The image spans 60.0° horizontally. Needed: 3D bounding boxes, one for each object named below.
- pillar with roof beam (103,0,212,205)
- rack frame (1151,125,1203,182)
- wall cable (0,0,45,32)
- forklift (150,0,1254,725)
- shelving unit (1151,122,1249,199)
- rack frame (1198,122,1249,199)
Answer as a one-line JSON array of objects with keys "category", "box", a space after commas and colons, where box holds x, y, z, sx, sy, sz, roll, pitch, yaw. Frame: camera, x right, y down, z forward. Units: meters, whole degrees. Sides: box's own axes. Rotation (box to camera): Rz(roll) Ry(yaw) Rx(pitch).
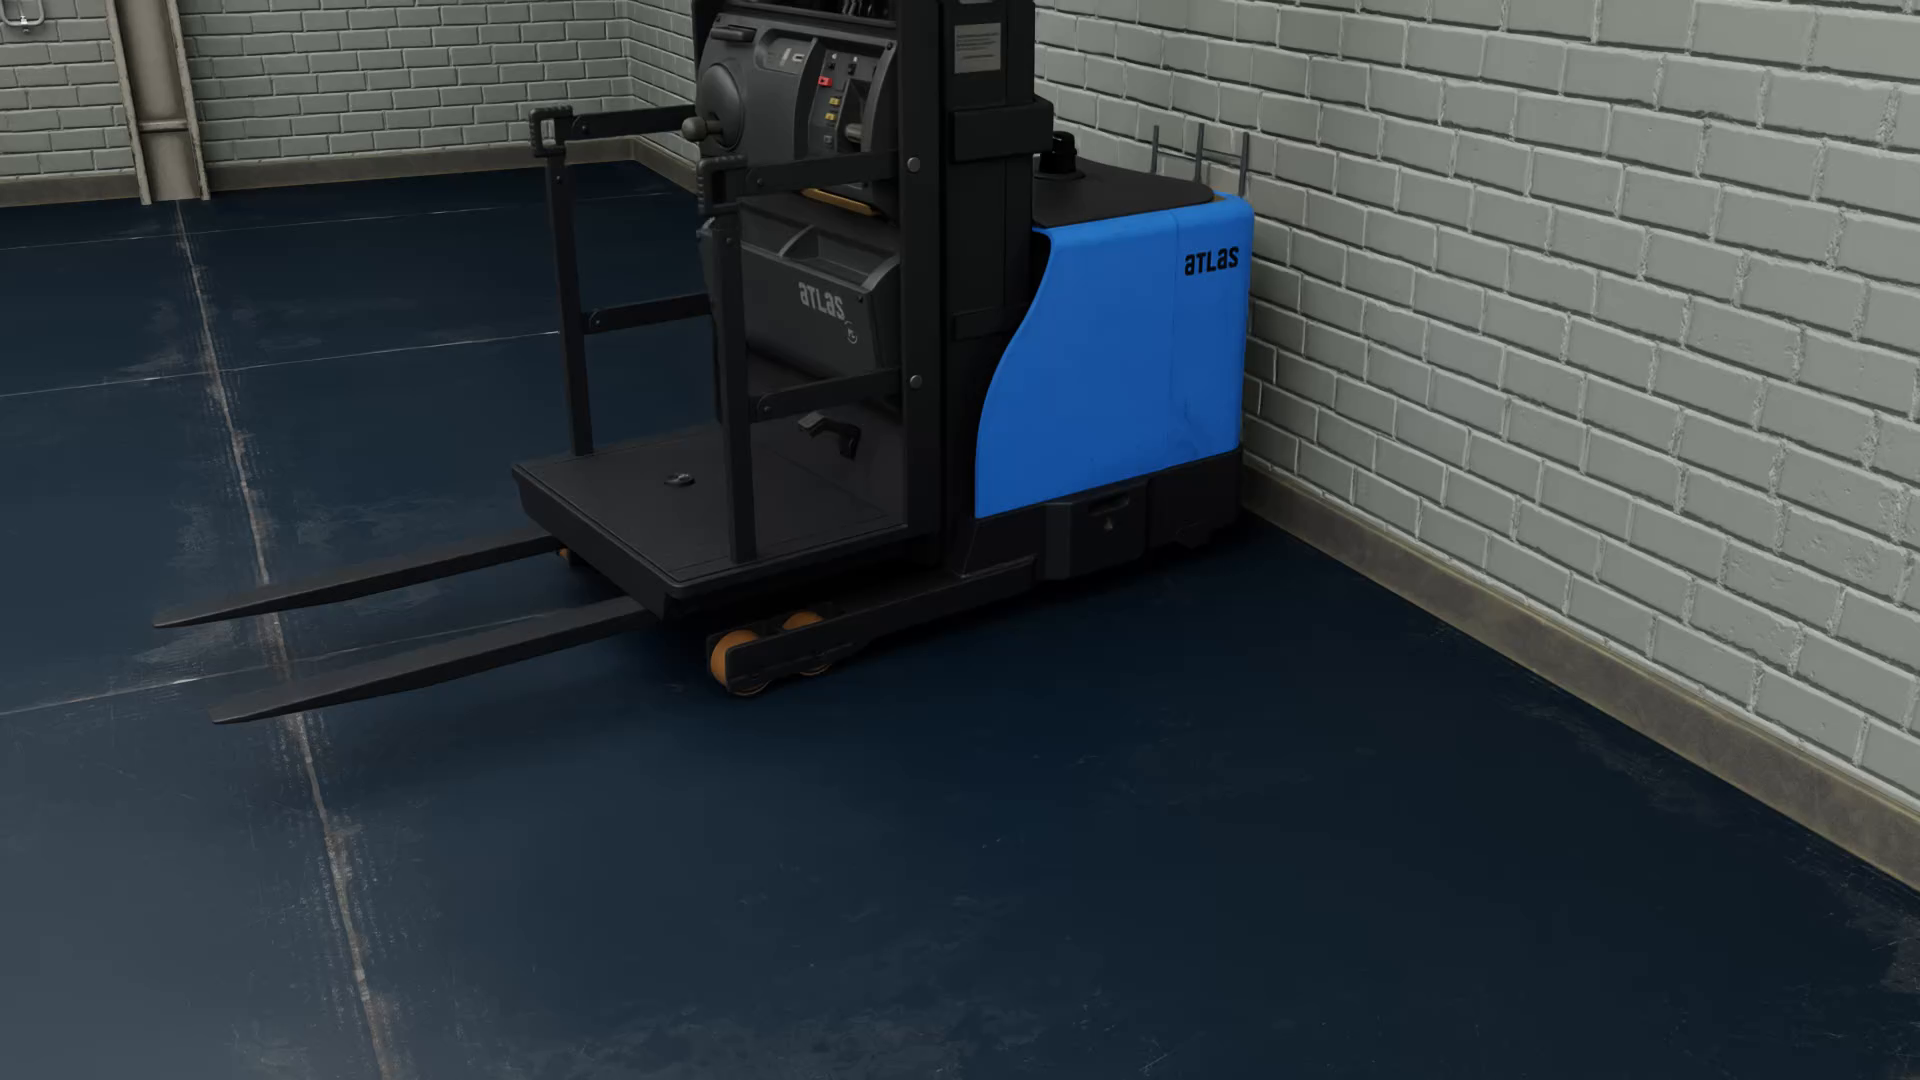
[{"category": "pillar with roof beam", "box": [-3.056, -4.823, 5.135, 0.400, 9.000, 9.100, -10, 25, -24]}, {"category": "rack frame", "box": [0.665, -0.721, 5.408, 0.006, 1.200, 0.240, -11, 25, -30]}, {"category": "wall cable", "box": [-6.238, -3.796, 9.171, 1.851, 1.984, 0.084, -10, 25, -24]}, {"category": "forklift", "box": [-0.616, -1.183, 4.275, 3.031, 2.935, 1.130, -15, 27, -32]}, {"category": "shelving unit", "box": [0.743, -0.737, 5.453, 0.189, 1.200, 0.258, -11, 25, -30]}, {"category": "rack frame", "box": [0.821, -0.752, 5.498, 0.006, 1.200, 0.240, -11, 25, -30]}]
